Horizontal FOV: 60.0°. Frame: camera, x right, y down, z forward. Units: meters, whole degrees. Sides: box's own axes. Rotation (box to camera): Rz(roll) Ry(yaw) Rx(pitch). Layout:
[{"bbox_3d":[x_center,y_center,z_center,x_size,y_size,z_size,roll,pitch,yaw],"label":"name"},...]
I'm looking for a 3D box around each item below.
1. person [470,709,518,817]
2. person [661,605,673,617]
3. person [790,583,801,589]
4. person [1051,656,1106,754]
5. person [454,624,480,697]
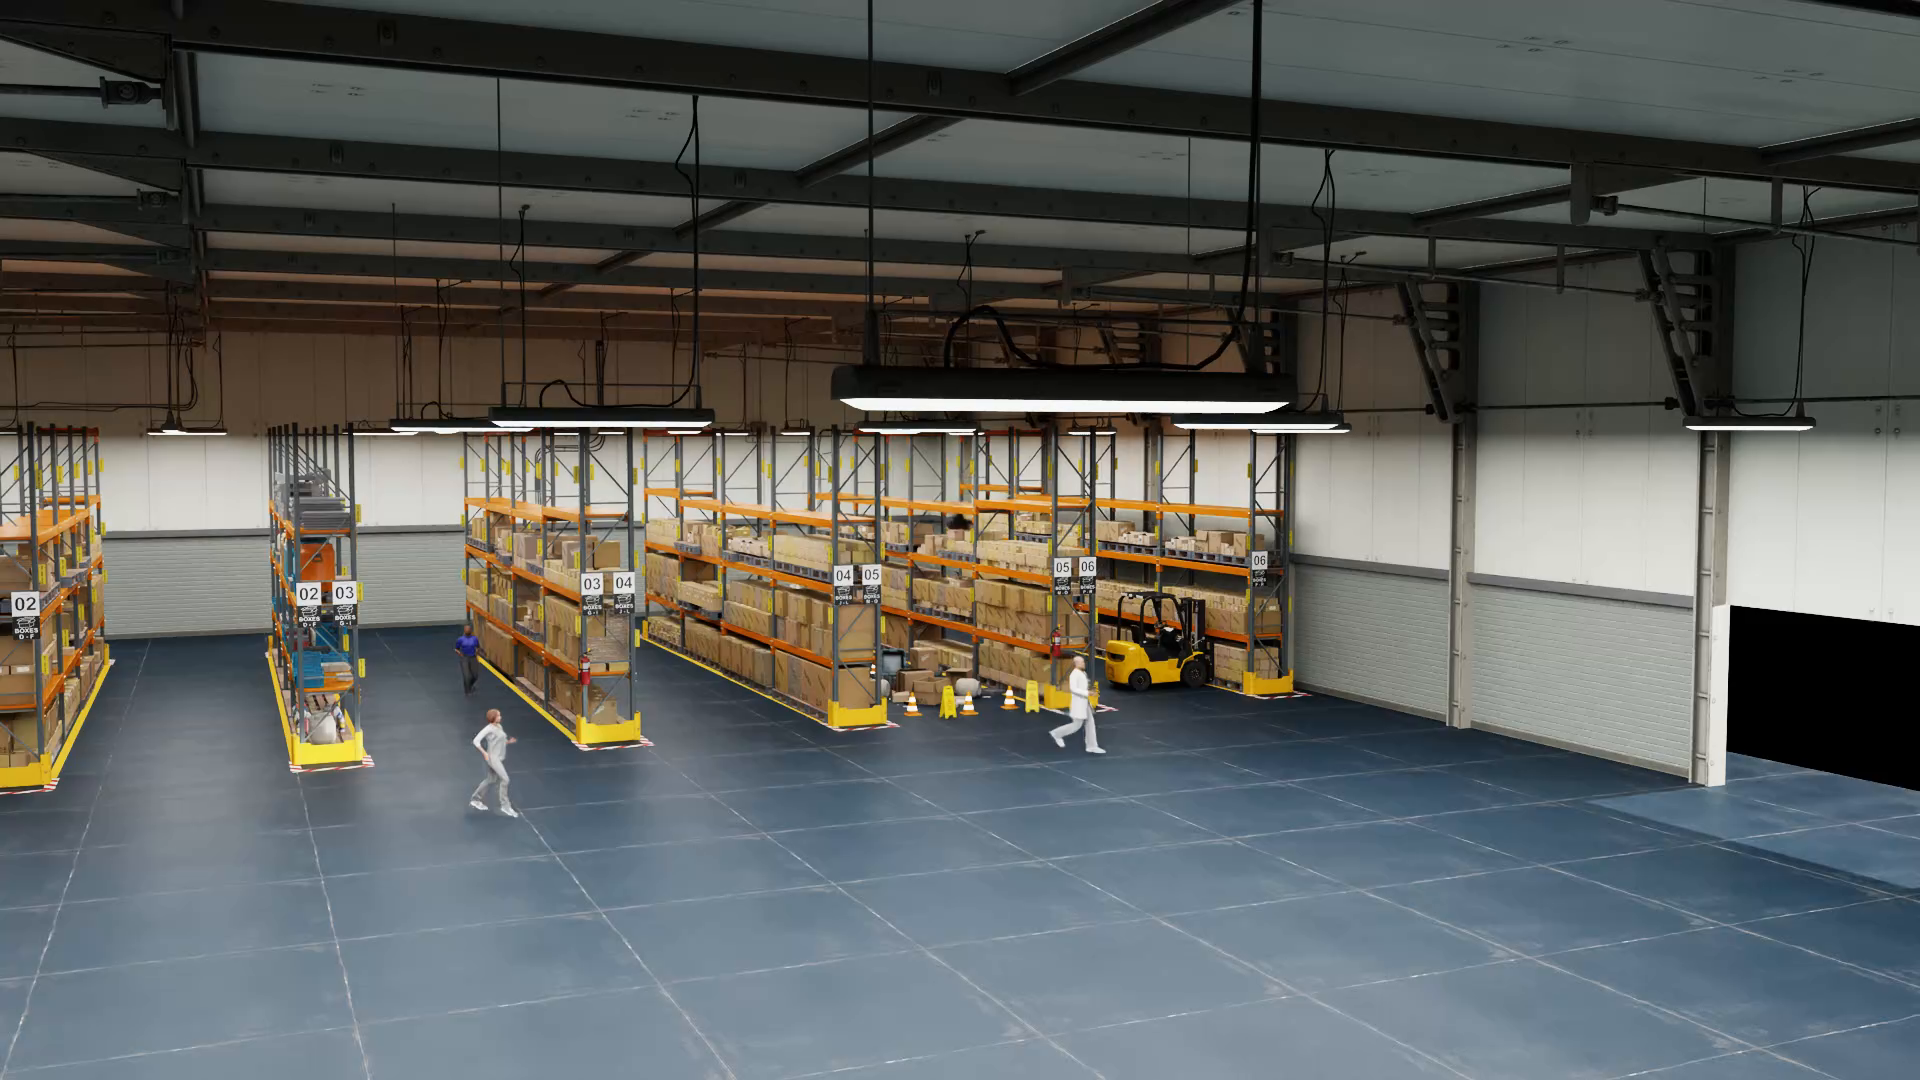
[{"bbox_3d":[-7.079,3.367,25.211,0.759,1.632,0.516,0,3,1],"label":"person"},{"bbox_3d":[-8.577,1.909,49.359,0.583,1.608,0.699,0,3,1],"label":"person"},{"bbox_3d":[-5.070,1.750,51.041,0.557,1.716,0.733,-1,4,-16],"label":"person"},{"bbox_3d":[2.154,2.983,30.201,1.024,1.764,0.718,1,4,21],"label":"person"},{"bbox_3d":[-10.875,2.676,36.786,0.572,1.595,0.578,-2,4,-26],"label":"person"}]
